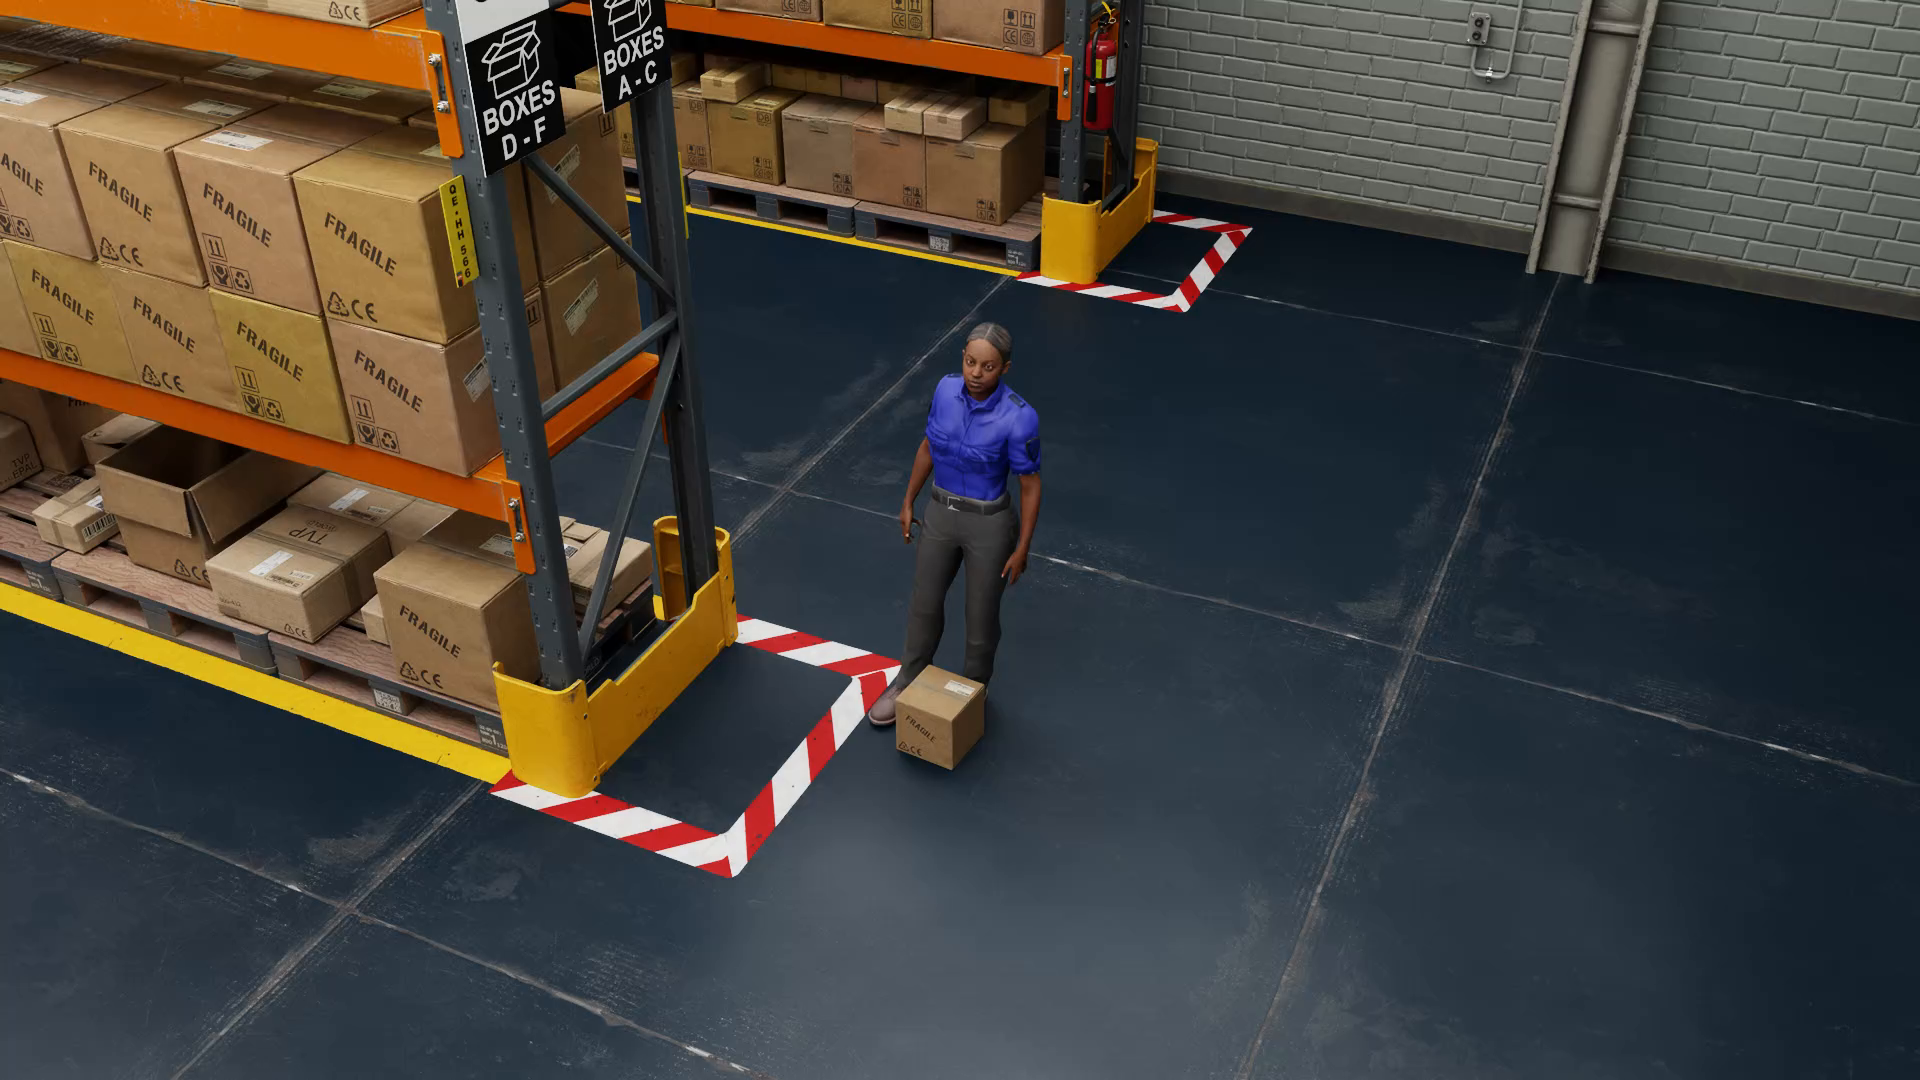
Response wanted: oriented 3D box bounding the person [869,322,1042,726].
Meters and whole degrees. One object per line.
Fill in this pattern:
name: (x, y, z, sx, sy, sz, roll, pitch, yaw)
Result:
person: (-0.014, -0.010, 6.147, 0.570, 1.654, 0.504, 18, 38, 25)
